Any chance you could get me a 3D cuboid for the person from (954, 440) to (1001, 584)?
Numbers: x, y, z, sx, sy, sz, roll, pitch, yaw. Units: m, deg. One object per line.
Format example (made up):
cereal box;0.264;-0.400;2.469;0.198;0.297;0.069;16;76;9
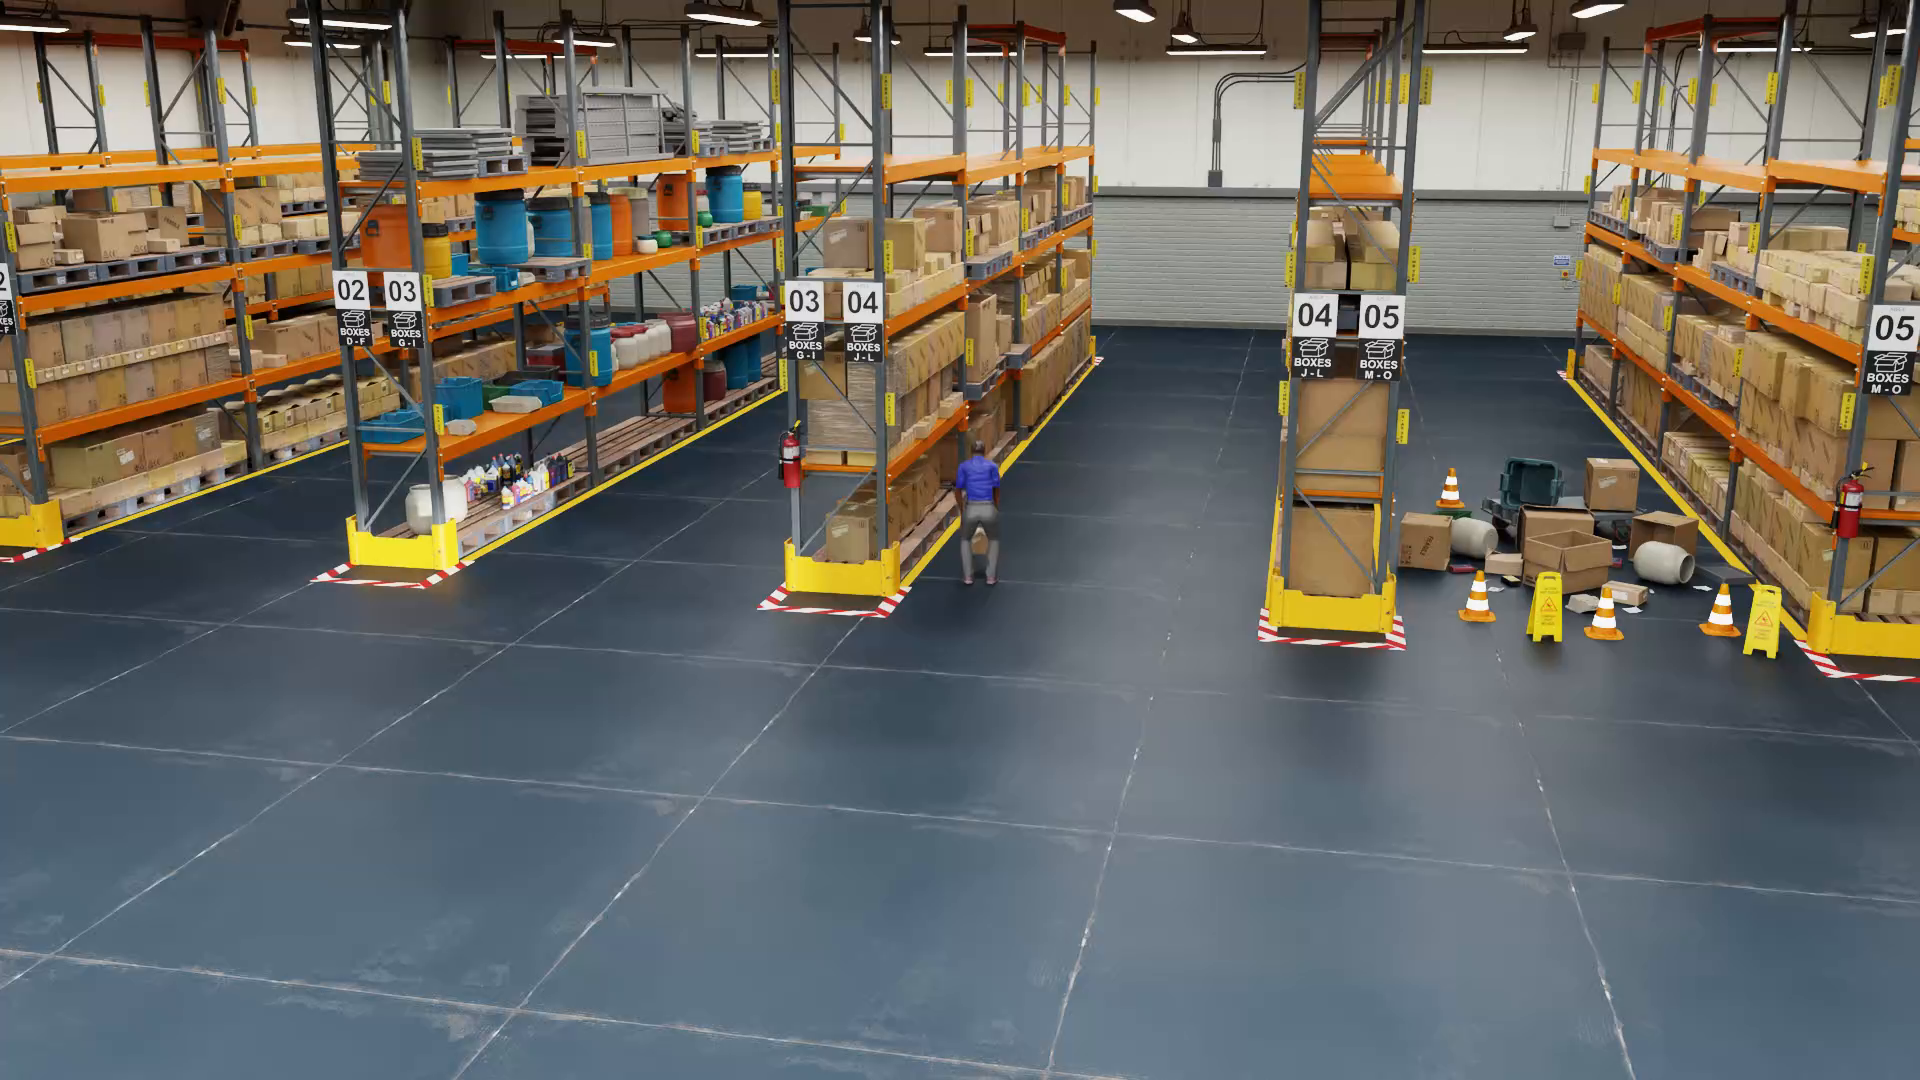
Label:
person;0.181;-0.278;17.438;0.487;1.487;0.535;1;15;4
